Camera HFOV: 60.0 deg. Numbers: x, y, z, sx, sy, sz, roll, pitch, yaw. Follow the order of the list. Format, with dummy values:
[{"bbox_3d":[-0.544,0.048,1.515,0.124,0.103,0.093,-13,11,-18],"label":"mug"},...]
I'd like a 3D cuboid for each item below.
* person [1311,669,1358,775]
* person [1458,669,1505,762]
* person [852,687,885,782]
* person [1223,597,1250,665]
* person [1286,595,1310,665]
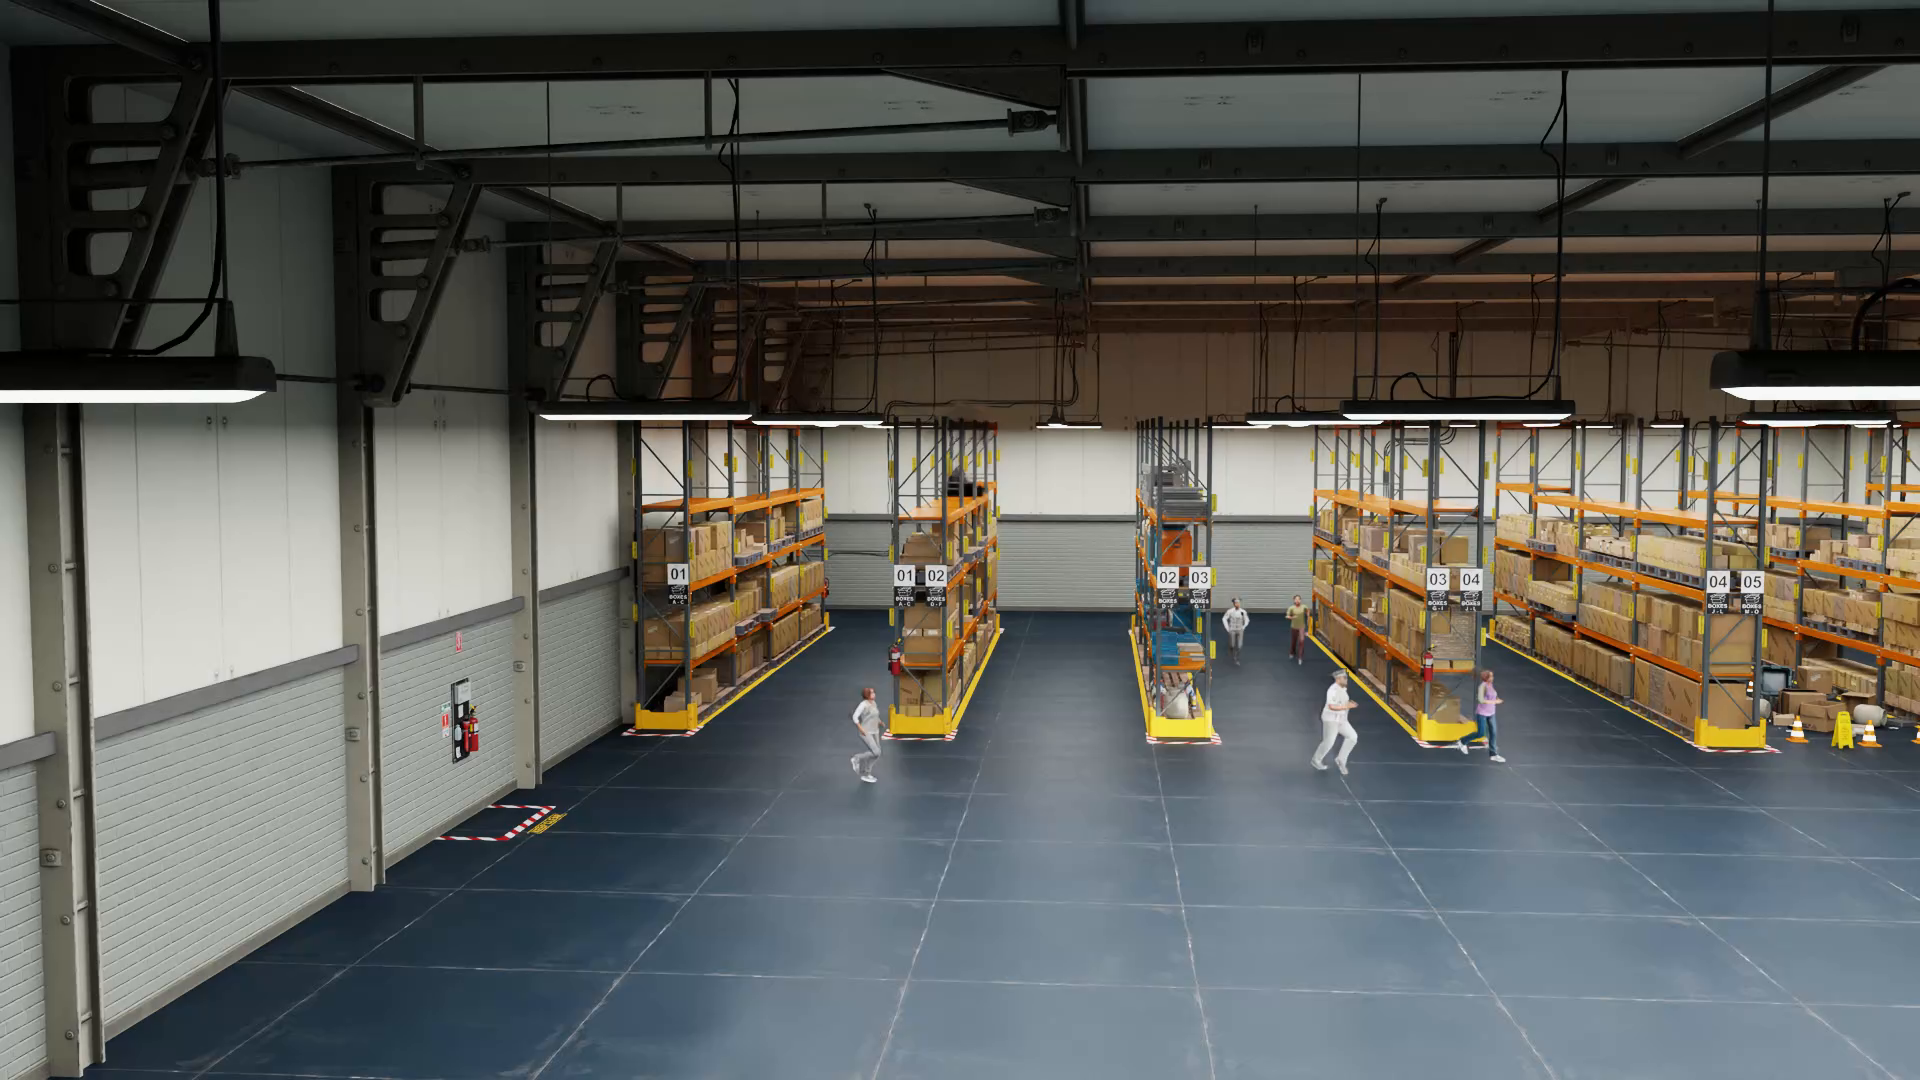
[{"bbox_3d":[6.273,3.033,27.805,0.853,1.805,0.689,3,5,38],"label":"person"},{"bbox_3d":[9.085,3.023,28.860,0.543,1.574,0.862,-4,5,-45],"label":"person"},{"bbox_3d":[-1.495,3.175,27.169,0.521,1.556,0.588,2,4,28],"label":"person"},{"bbox_3d":[6.804,2.236,40.954,0.658,1.658,0.550,0,4,3],"label":"person"},{"bbox_3d":[8.361,2.204,41.175,0.581,1.715,0.880,1,4,8],"label":"person"}]
